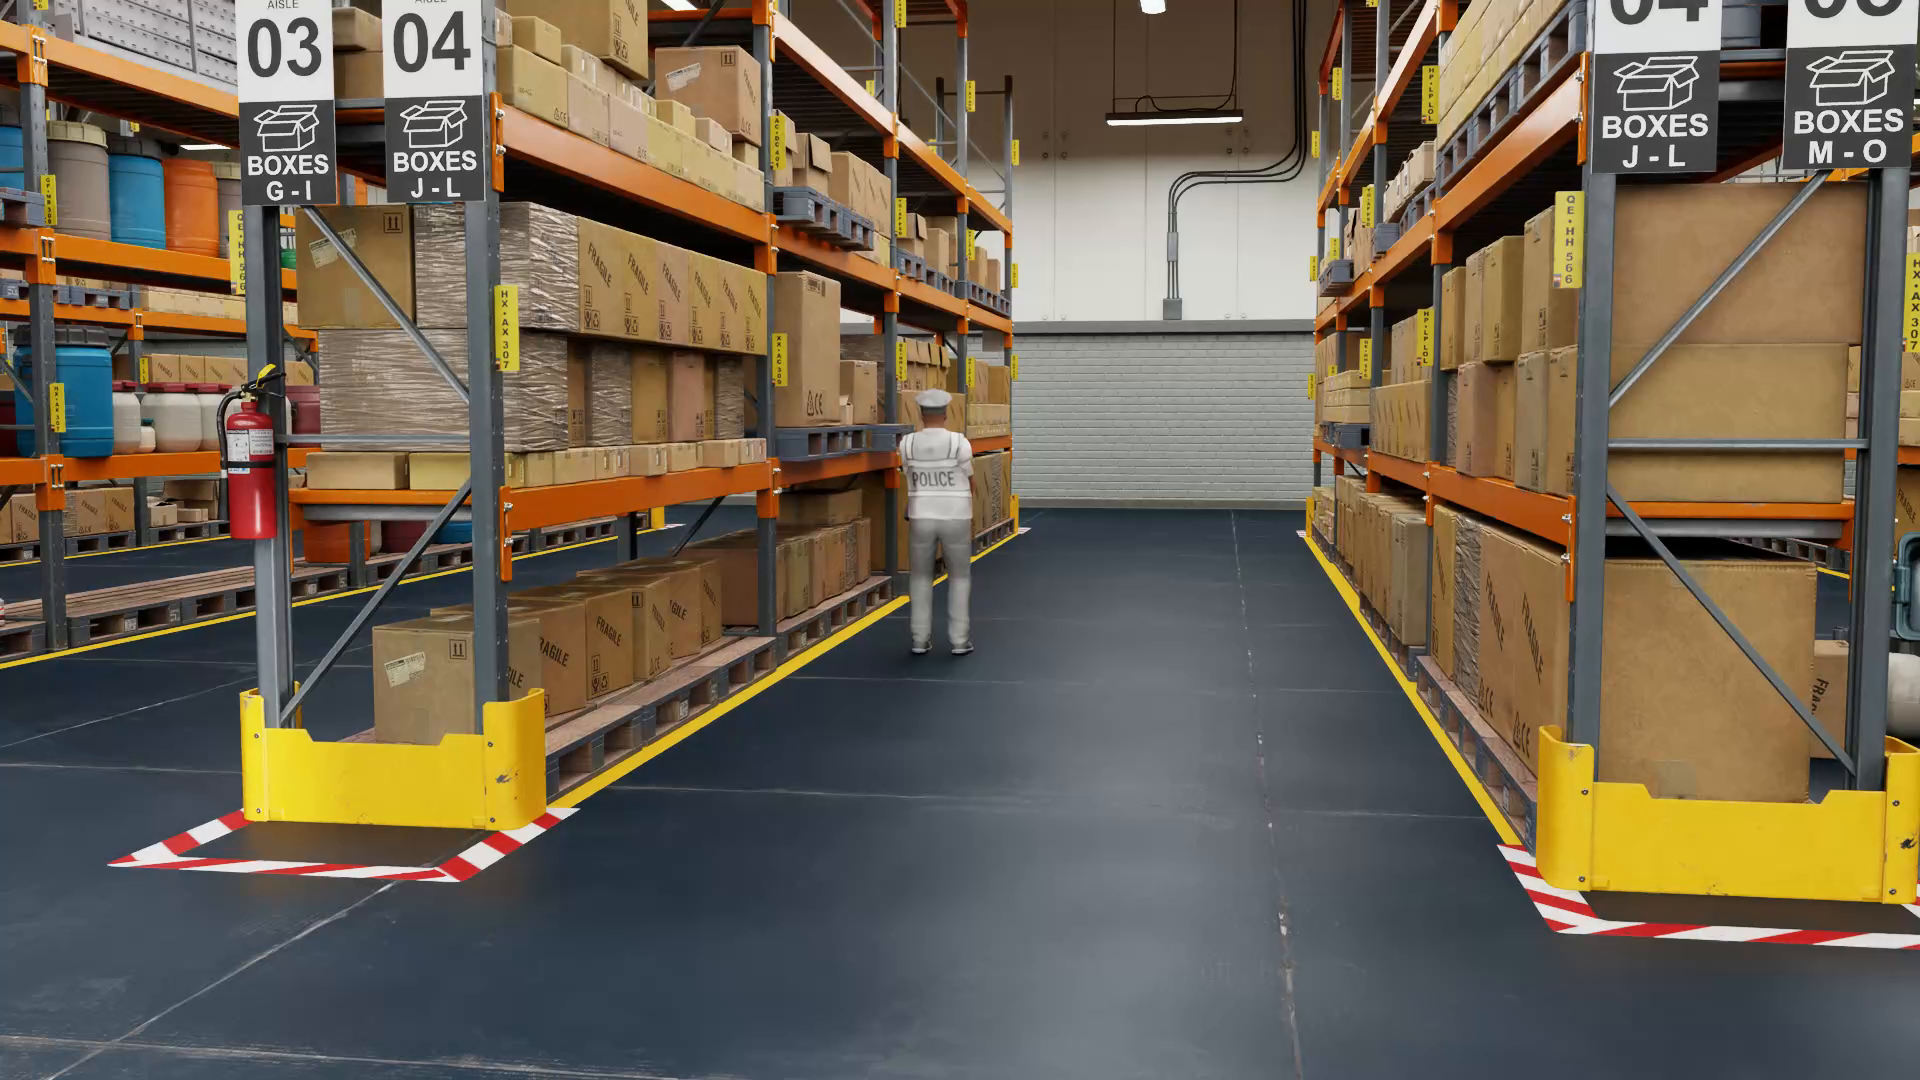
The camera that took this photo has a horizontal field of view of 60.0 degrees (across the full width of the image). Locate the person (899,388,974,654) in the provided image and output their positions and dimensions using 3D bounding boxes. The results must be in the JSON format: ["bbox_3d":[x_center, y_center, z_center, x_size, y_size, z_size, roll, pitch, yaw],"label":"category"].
[{"bbox_3d":[-0.141,-0.131,11.166,0.493,1.767,0.573,1,4,9],"label":"person"}]
